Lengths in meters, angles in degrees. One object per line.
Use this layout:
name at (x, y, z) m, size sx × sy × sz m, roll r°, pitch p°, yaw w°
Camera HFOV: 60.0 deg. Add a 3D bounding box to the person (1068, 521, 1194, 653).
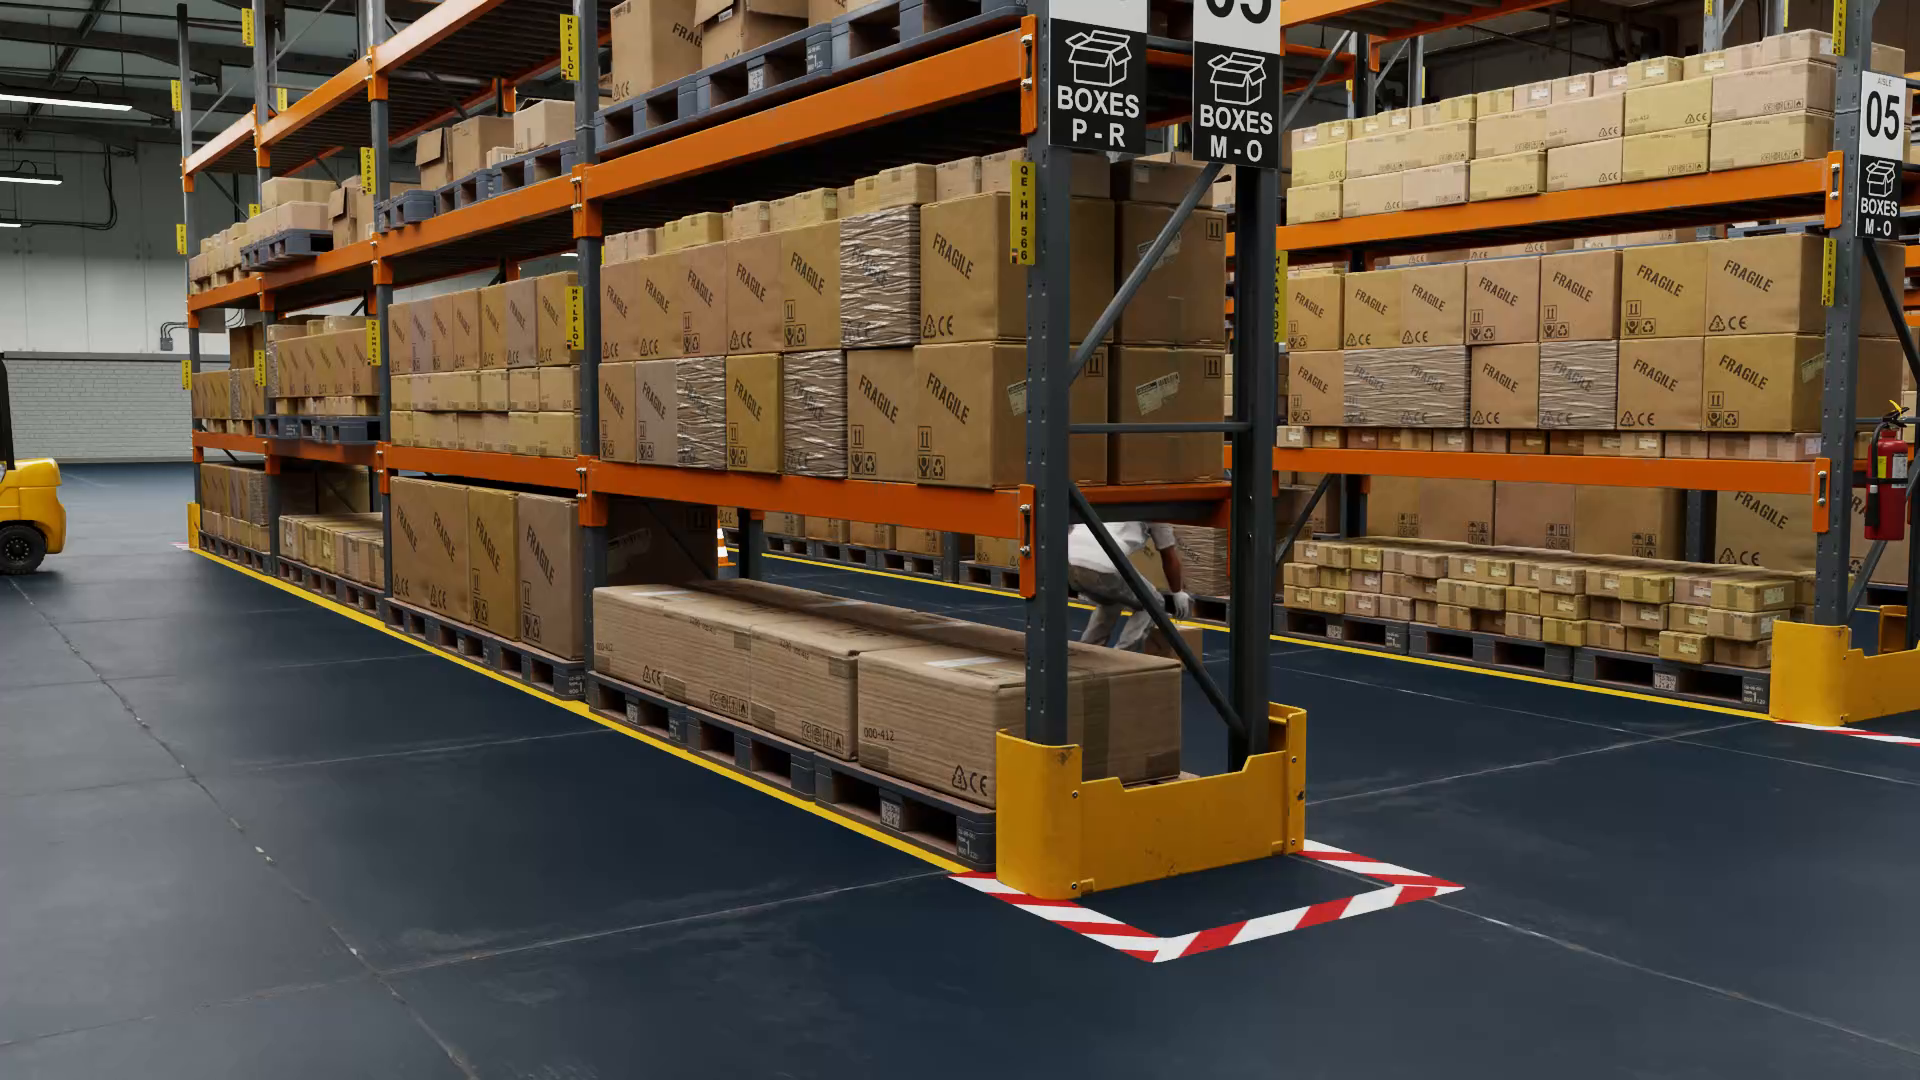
person at (0.941, 0.182, 9.855) m, size 0.845 × 1.227 × 0.603 m, roll -3°, pitch 6°, yaw -34°
